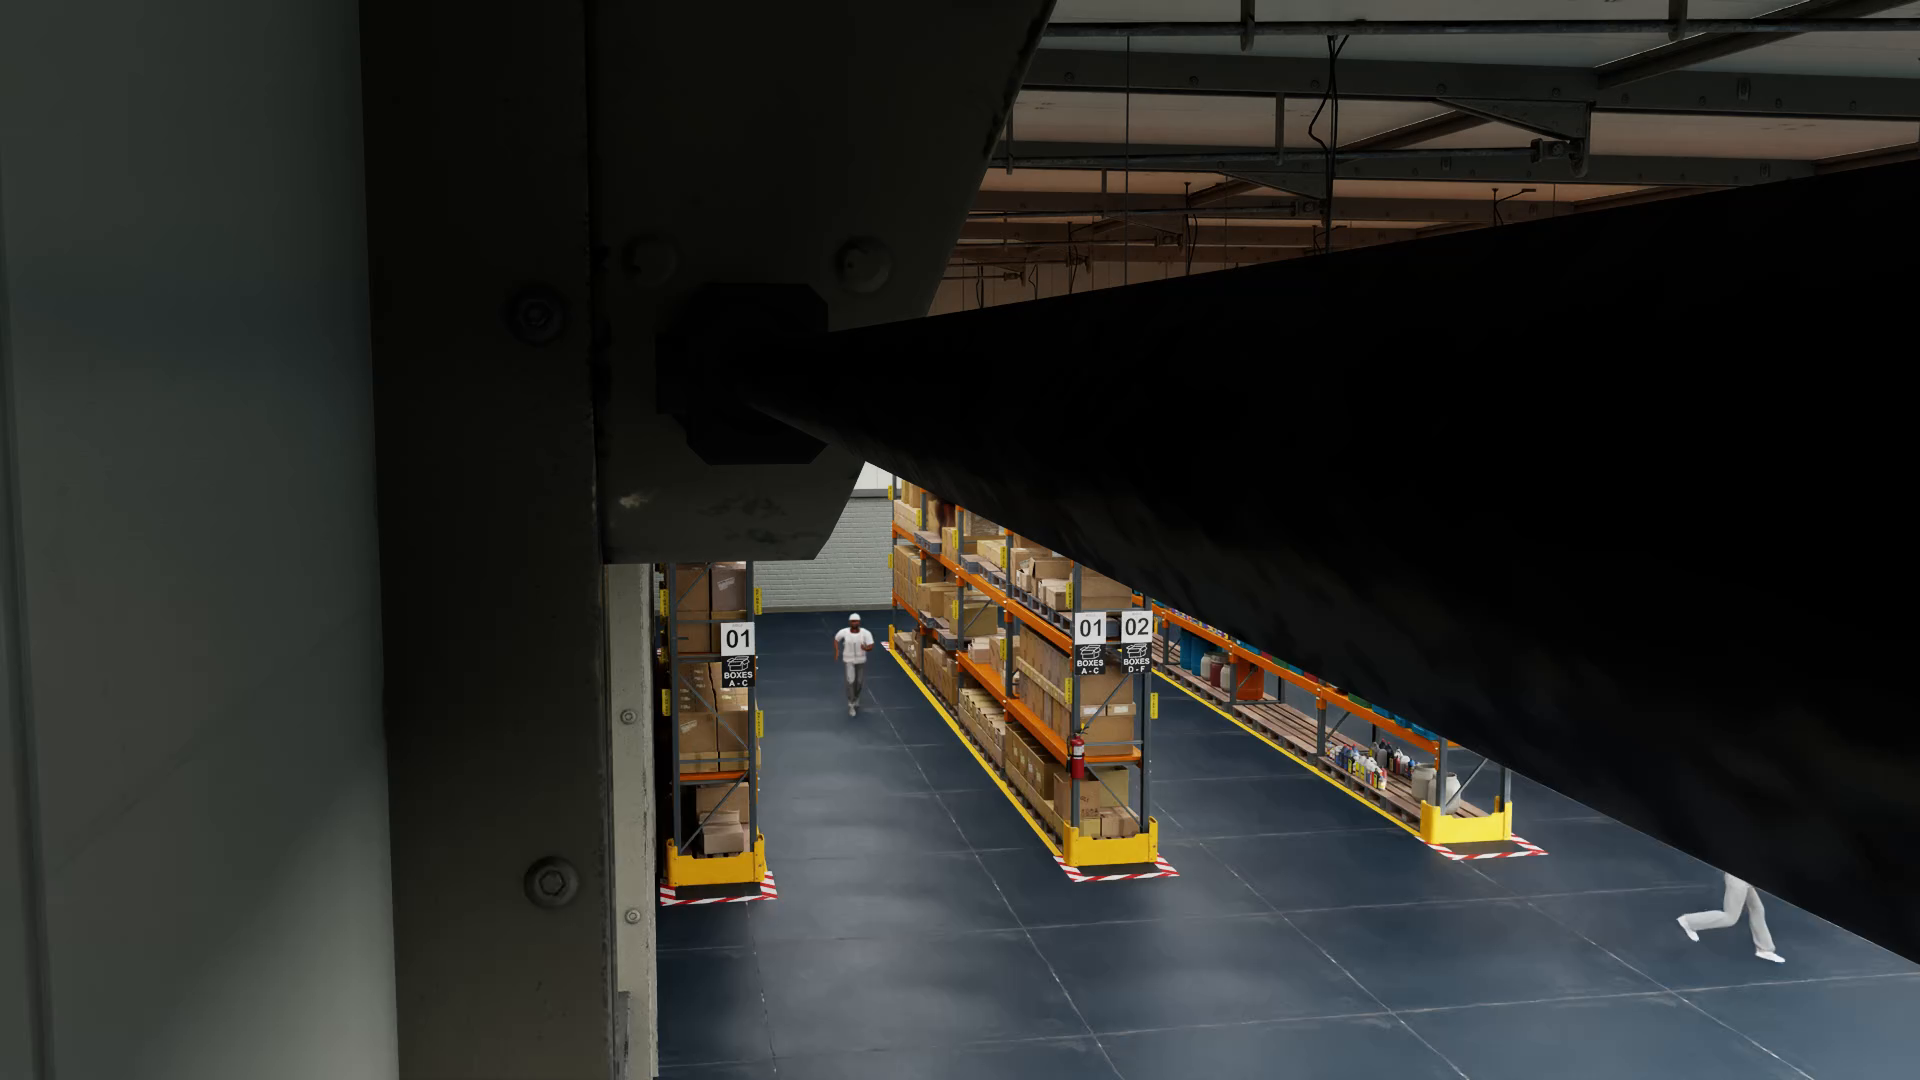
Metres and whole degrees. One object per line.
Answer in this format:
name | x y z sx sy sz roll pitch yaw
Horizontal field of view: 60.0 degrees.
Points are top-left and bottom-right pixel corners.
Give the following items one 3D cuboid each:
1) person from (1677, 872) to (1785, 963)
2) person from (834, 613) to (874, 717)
person | 8.166 3.635 17.542 1.094 1.662 0.538 2 6 14
person | -1.891 2.209 29.857 0.686 1.806 0.834 -1 6 -13
